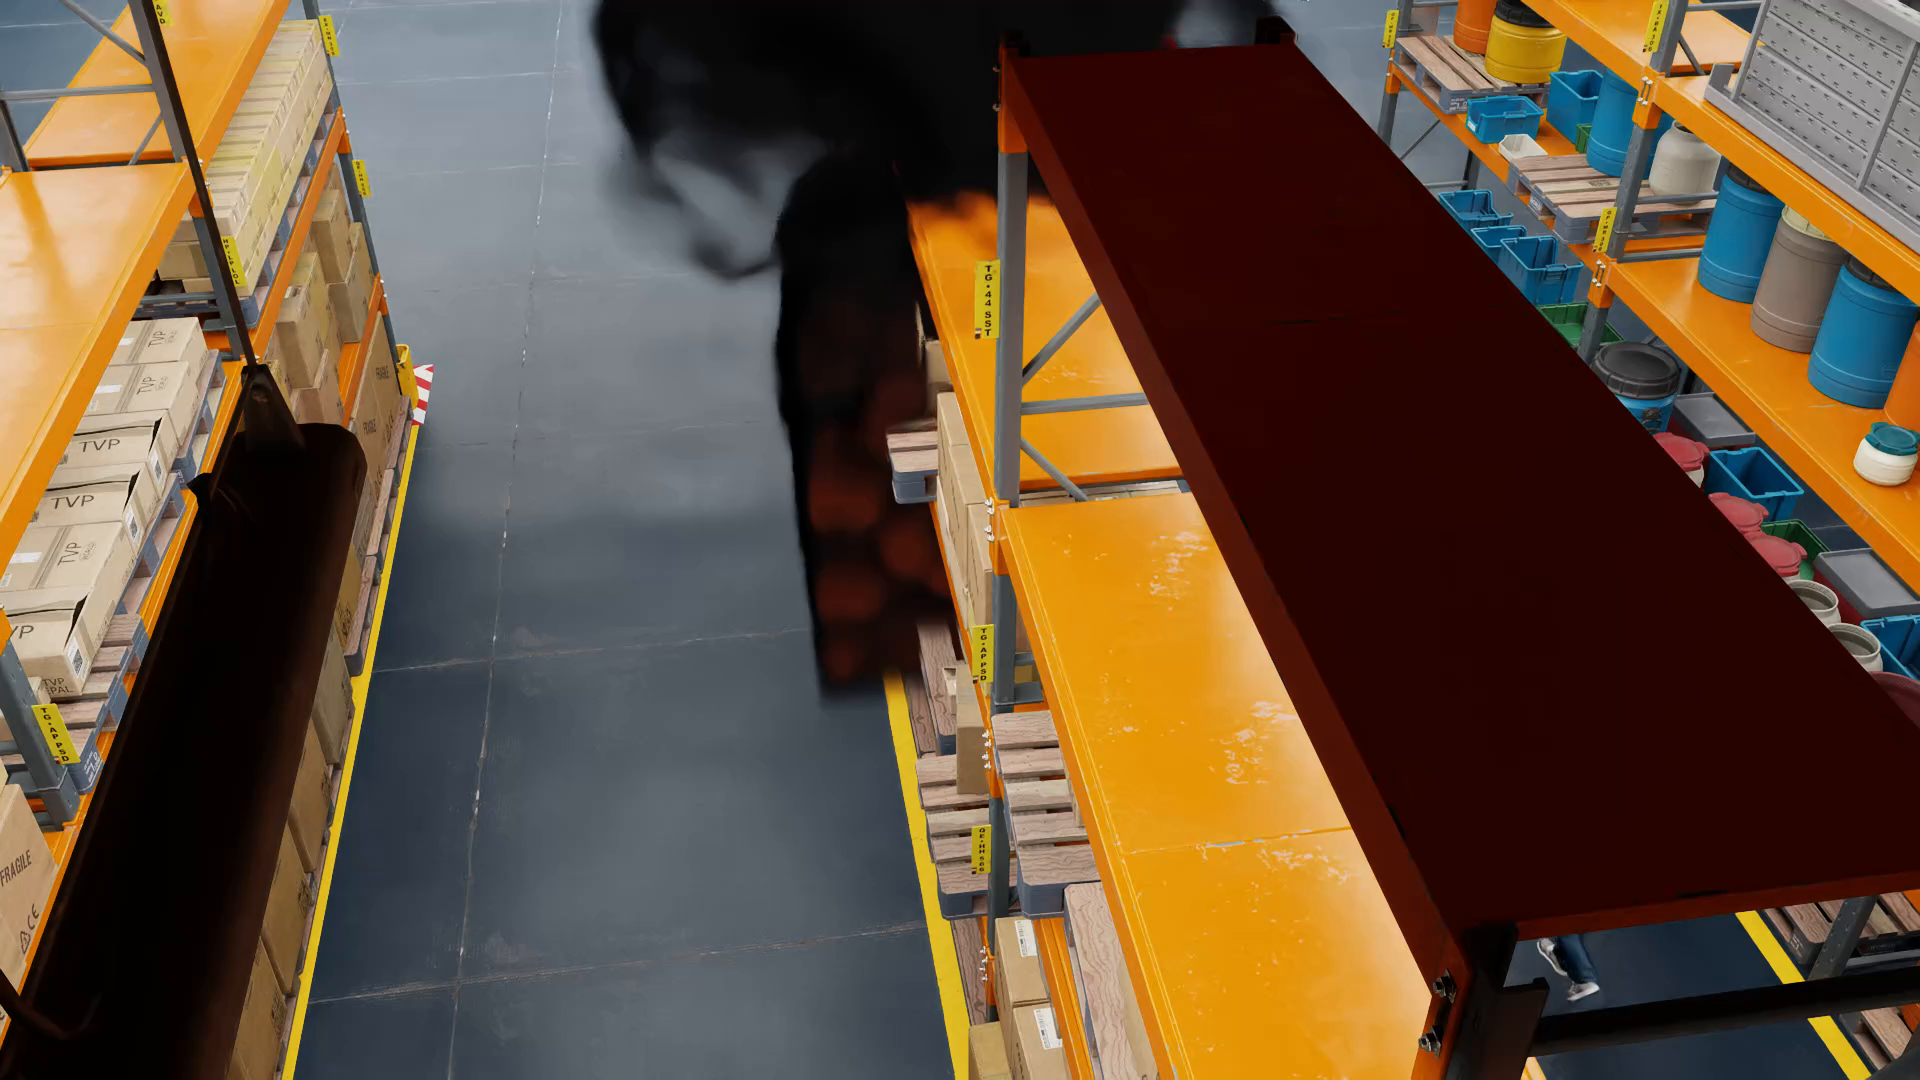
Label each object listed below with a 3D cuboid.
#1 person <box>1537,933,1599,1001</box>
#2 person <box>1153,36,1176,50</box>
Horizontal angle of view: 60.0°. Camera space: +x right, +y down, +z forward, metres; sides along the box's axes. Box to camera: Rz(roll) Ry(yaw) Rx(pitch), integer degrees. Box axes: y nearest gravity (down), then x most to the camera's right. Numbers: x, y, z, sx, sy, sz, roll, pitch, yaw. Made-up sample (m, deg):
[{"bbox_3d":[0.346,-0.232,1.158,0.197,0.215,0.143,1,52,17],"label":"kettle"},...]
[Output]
[{"bbox_3d":[3.486,1.888,9.076,0.539,1.560,0.562,-10,37,-13],"label":"person"},{"bbox_3d":[2.246,-4.729,18.453,0.962,1.757,0.642,15,39,20],"label":"person"}]
